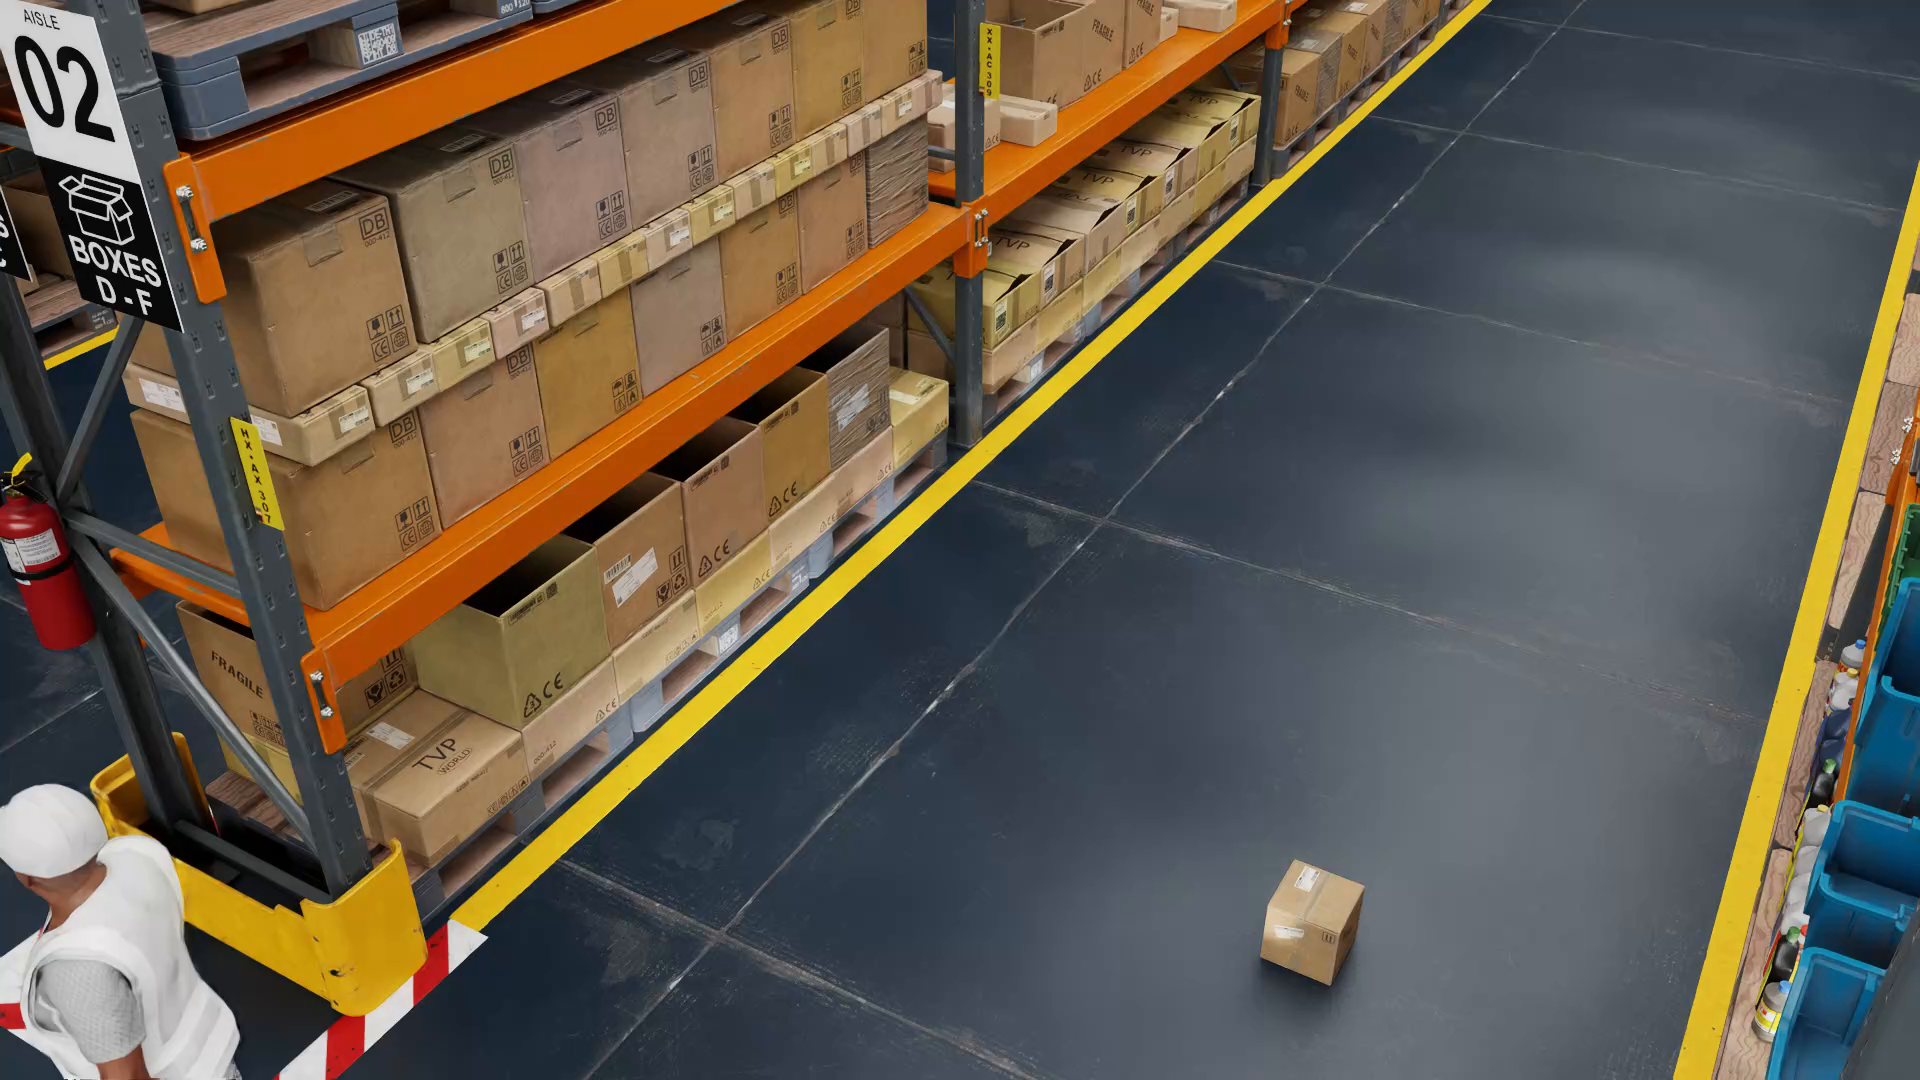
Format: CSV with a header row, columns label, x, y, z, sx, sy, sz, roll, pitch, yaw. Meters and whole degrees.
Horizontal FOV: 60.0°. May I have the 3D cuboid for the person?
label,x,y,z,sx,sy,sz,roll,pitch,yaw
person,-2.021,1.335,4.131,0.604,1.798,0.626,0,34,0
